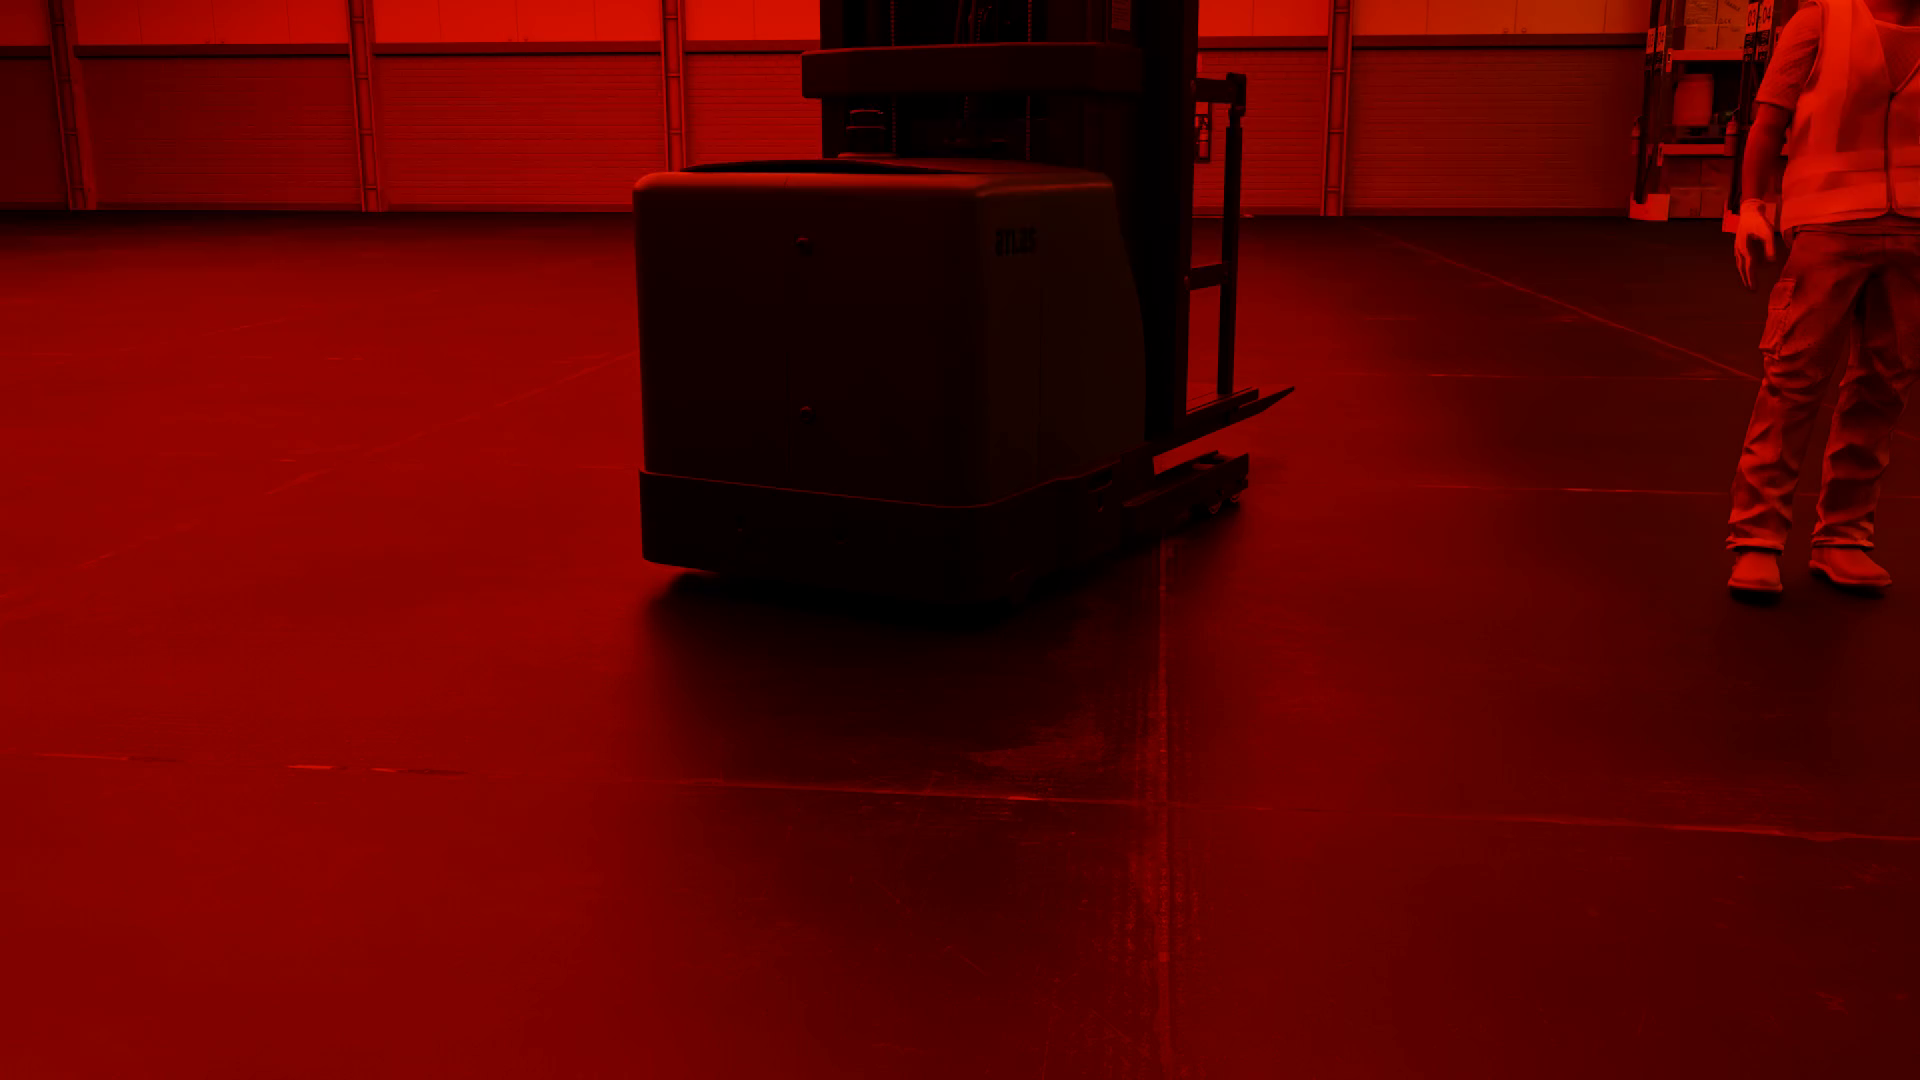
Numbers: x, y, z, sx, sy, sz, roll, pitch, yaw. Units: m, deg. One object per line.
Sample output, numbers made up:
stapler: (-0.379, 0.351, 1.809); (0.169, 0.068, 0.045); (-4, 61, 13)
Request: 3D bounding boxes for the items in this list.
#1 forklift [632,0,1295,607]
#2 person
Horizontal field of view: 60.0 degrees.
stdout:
forklift: (0.299, -1.552, 5.146); (1.130, 2.935, 3.031); (7, 15, 28)
person: (2.342, -0.761, 4.252); (0.656, 1.785, 0.576); (2, 13, 10)
